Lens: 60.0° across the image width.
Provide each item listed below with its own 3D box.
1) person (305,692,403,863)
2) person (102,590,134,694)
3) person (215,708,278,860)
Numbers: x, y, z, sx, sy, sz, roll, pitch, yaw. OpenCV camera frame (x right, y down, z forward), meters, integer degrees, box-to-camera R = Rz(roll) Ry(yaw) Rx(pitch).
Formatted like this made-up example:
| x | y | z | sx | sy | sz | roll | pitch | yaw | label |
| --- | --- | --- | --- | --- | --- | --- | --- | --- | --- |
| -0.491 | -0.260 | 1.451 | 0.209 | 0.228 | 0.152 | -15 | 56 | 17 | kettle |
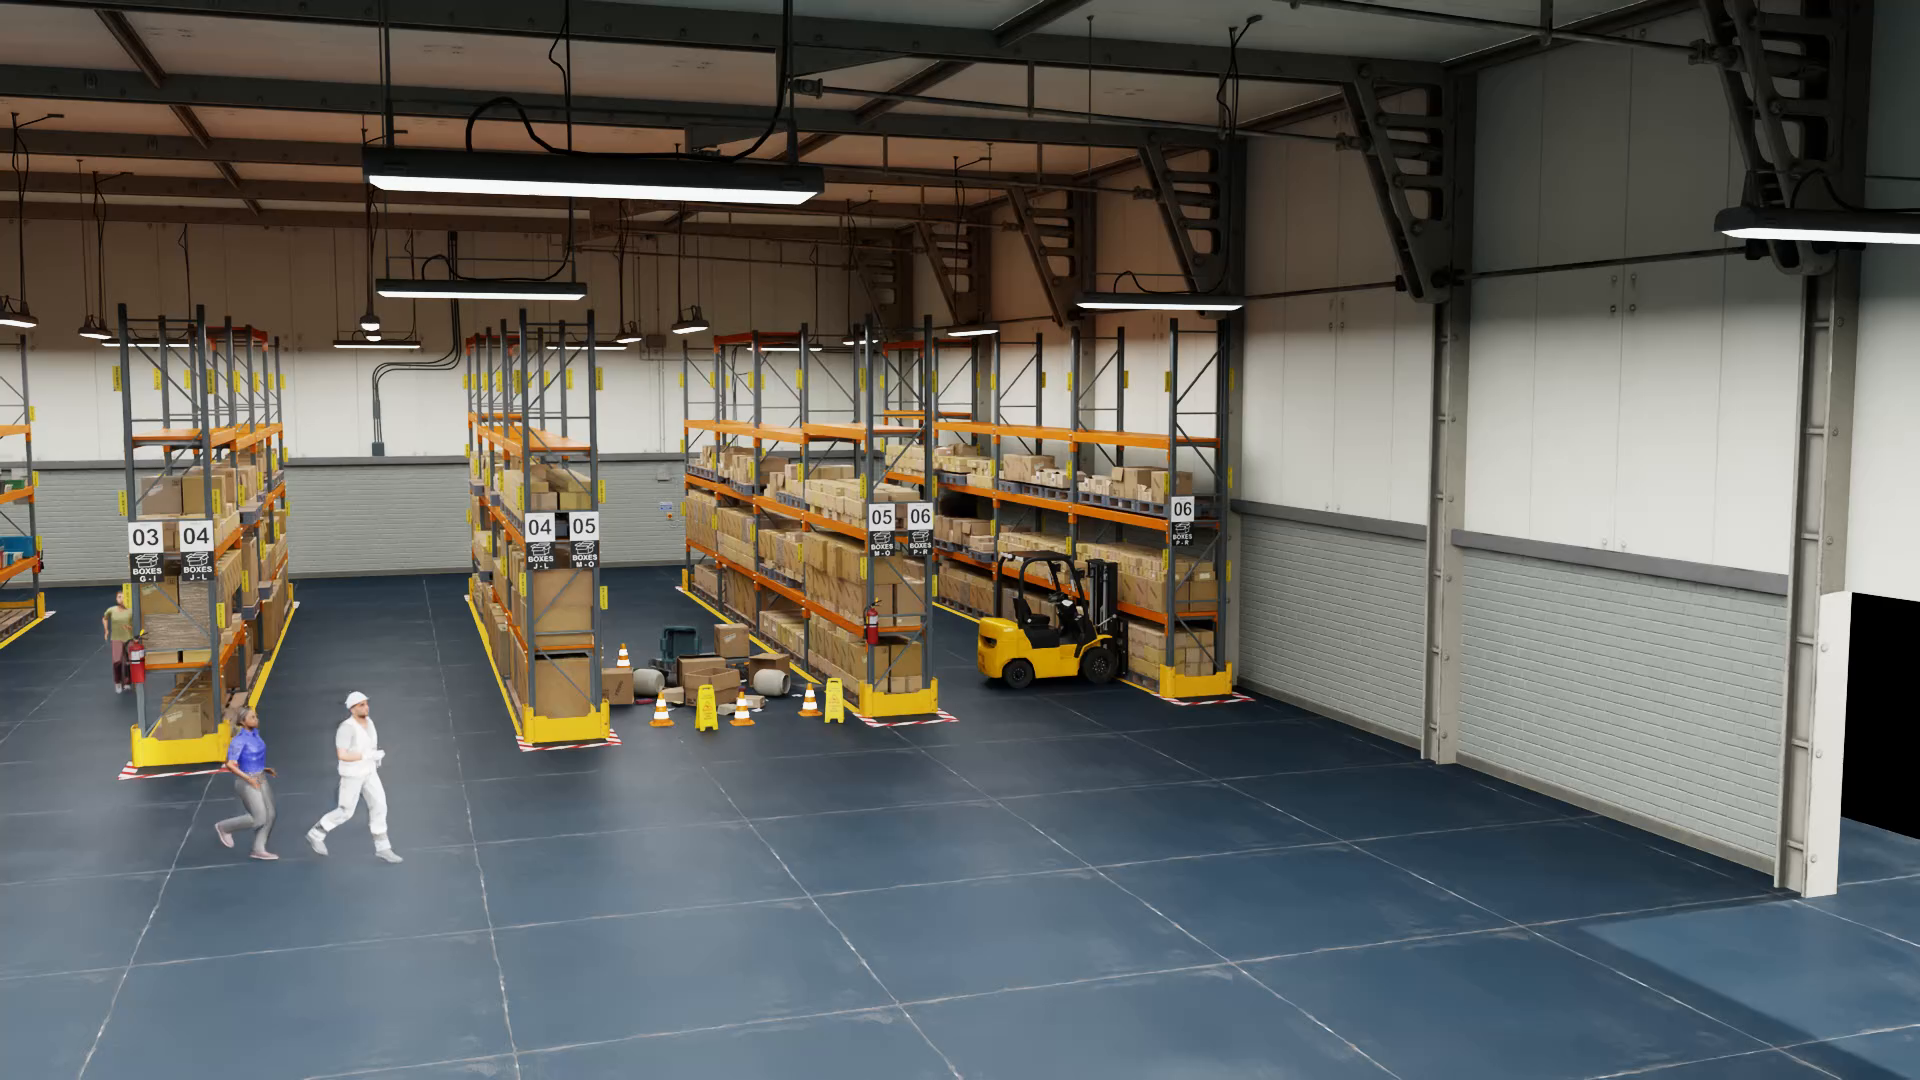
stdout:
| x | y | z | sx | sy | sz | roll | pitch | yaw | label |
| --- | --- | --- | --- | --- | --- | --- | --- | --- | --- |
| -6.313 | 2.464 | 17.336 | 1.003 | 1.799 | 0.672 | 2 | 6 | 16 | person |
| -13.456 | 1.635 | 26.724 | 0.549 | 1.659 | 0.656 | -3 | 6 | -27 | person |
| -7.478 | 2.603 | 17.447 | 0.611 | 1.525 | 0.575 | 0 | 5 | 4 | person |
